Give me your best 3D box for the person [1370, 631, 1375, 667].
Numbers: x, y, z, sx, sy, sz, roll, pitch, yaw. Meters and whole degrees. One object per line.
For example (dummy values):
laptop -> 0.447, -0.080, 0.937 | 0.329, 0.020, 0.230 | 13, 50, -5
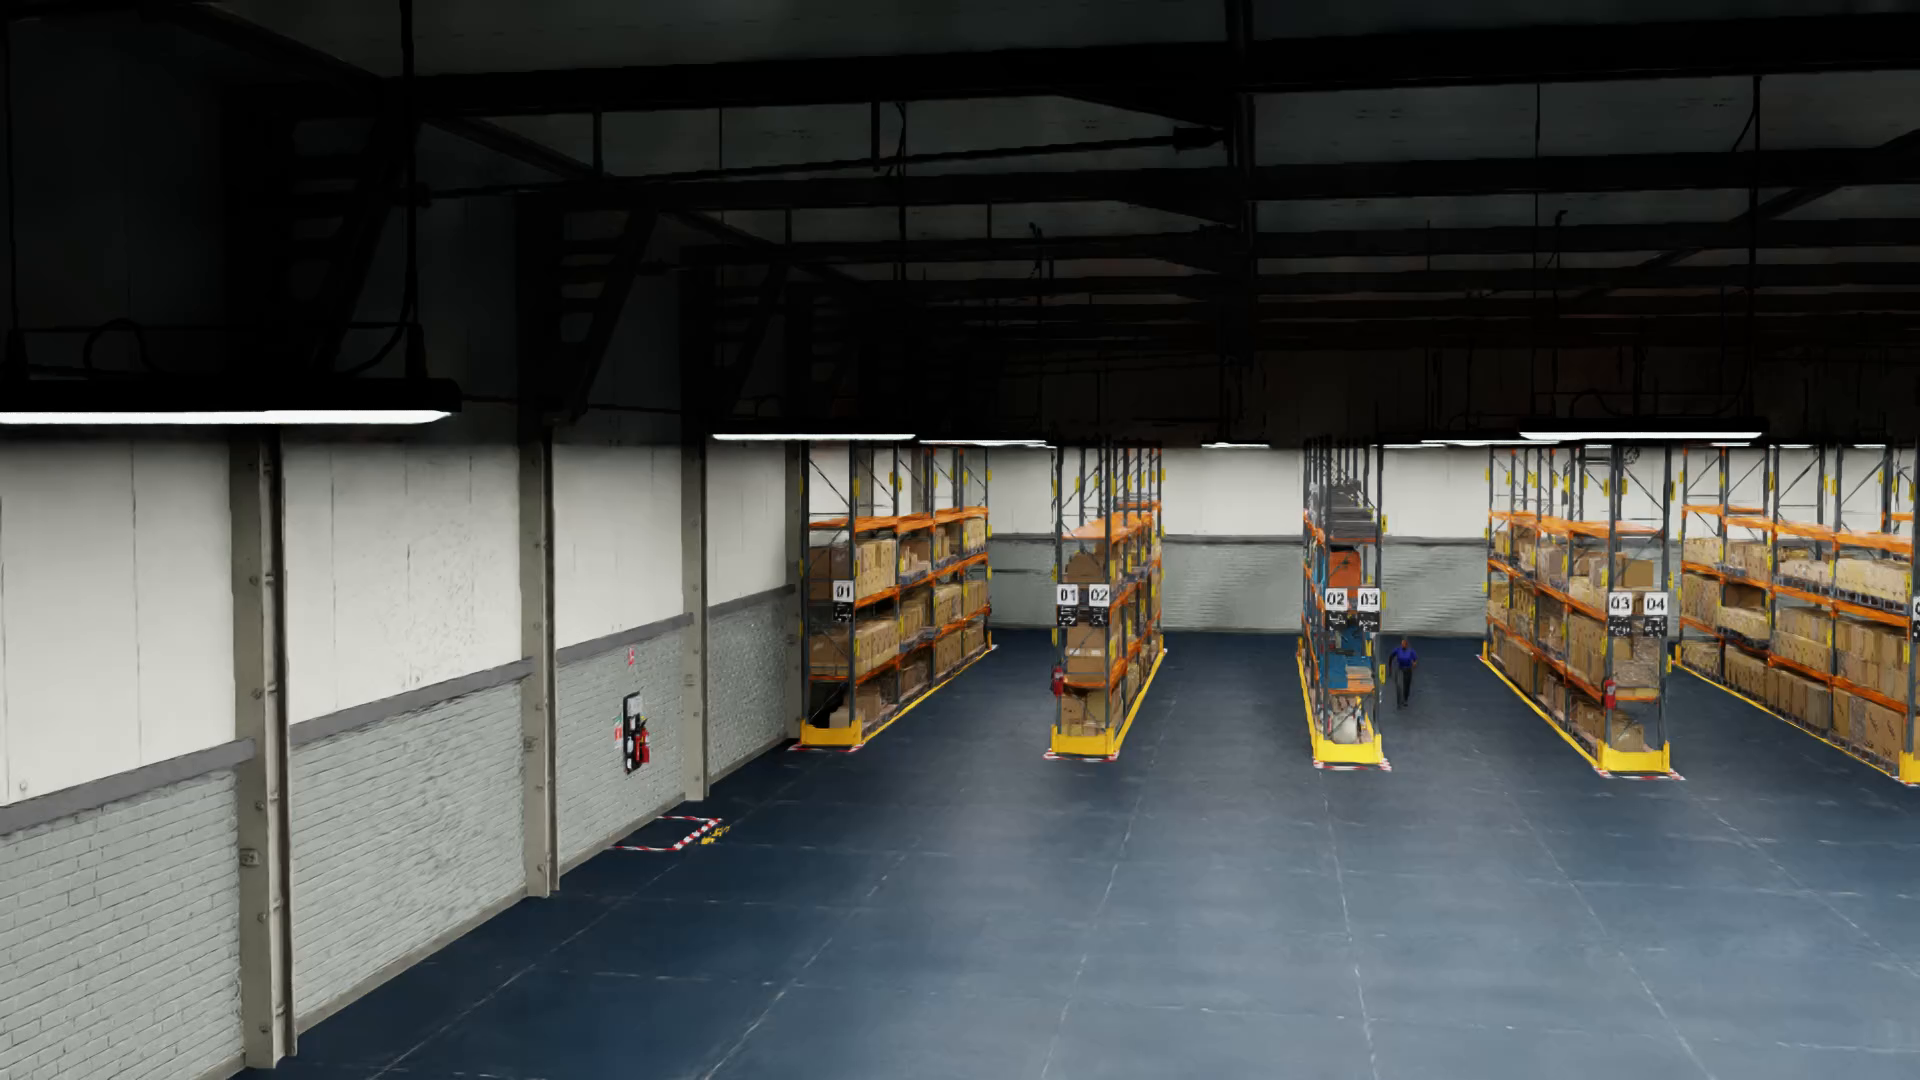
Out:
person -> 10.691, 2.502, 43.467 | 0.563, 1.696, 1.056 | 0, 3, 2

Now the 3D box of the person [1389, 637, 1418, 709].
person -> 9.877, 2.928, 36.991 | 0.601, 1.581, 0.848 | 0, 3, 6

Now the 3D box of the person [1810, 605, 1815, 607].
person -> 22.211, 2.532, 43.324 | 0.614, 1.661, 0.558 | 1, 3, 13
